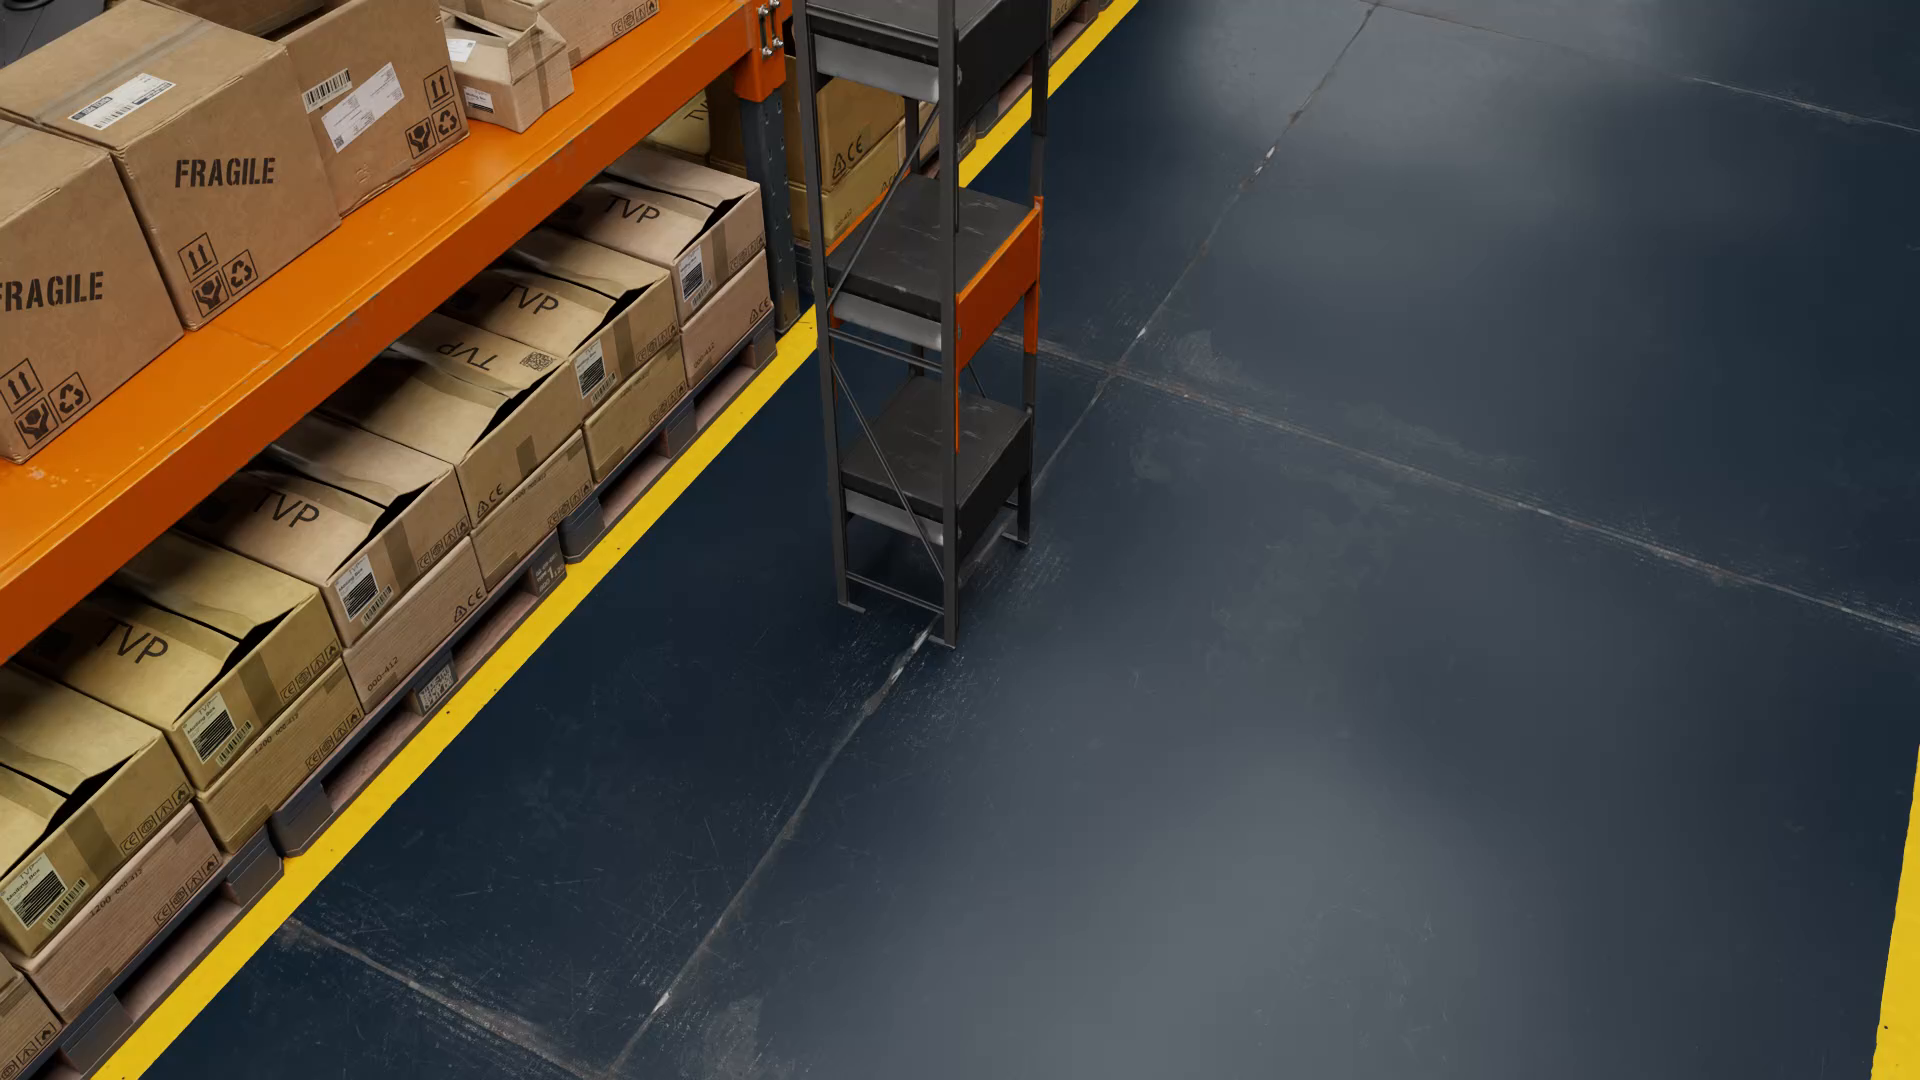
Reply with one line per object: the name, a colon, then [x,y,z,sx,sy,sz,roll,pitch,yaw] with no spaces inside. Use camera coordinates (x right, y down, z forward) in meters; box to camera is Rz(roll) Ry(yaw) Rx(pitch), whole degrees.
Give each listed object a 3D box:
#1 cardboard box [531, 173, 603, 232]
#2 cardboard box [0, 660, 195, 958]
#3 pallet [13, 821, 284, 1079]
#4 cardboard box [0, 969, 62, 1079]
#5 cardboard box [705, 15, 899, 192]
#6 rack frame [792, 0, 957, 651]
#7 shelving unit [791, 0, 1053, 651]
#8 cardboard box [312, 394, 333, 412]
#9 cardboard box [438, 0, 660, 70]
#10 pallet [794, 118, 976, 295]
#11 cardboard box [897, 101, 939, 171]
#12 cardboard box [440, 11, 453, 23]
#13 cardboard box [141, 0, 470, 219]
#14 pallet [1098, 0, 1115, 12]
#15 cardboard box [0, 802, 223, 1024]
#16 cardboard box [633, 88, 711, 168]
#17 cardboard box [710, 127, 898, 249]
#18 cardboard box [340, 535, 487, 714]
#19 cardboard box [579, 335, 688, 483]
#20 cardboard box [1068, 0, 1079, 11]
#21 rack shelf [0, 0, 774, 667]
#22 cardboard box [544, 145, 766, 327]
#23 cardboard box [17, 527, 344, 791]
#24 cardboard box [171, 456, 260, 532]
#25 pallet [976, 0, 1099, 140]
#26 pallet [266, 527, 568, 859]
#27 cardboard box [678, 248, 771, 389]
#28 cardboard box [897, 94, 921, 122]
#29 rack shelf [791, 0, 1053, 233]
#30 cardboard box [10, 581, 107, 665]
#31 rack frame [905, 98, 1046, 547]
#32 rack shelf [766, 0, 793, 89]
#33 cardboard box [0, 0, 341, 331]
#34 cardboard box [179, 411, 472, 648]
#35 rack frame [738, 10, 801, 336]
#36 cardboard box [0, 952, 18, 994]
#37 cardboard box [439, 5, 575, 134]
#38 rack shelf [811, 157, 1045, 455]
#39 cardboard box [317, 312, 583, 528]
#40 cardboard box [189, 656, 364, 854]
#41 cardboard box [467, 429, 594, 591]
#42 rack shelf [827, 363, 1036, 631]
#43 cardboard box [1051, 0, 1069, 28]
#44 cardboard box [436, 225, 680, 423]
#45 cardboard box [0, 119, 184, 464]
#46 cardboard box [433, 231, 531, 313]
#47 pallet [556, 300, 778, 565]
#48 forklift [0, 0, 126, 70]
cardboard box: [-1.462,-1.191,5.561,0.500,0.311,0.500,21,49,19]
cardboard box: [-2.167,0.585,3.807,0.500,0.311,0.500,19,48,18]
pallet: [-2.490,1.004,4.109,1.003,0.211,1.213,20,49,19]
cardboard box: [-2.403,1.115,3.677,0.500,0.250,0.500,20,49,19]
cardboard box: [-0.557,-1.624,5.857,0.500,0.500,0.500,20,49,19]
rack frame: [-0.190,-0.480,4.248,0.400,2.100,0.015,20,49,19]
shelving unit: [-0.077,-0.634,4.400,0.431,2.100,0.503,20,49,19]
cardboard box: [-1.938,-0.550,4.929,0.500,0.311,0.500,19,48,18]
cardboard box: [-1.239,-1.613,4.841,0.500,0.250,0.500,23,50,21]
pallet: [-0.643,-1.497,6.581,1.003,0.211,1.213,20,49,19]
cardboard box: [-0.329,-1.677,6.436,0.500,0.250,0.500,20,49,19]
cardboard box: [-1.642,-1.411,4.713,0.380,0.149,0.250,20,49,19]
cardboard box: [-1.665,-1.215,4.272,0.500,0.500,0.500,24,50,22]
pallet: [0.489,-3.035,8.101,1.003,0.211,1.213,20,49,19]
cardboard box: [-2.170,0.798,3.990,0.500,0.250,0.500,19,48,18]
cardboard box: [-1.028,-1.536,6.297,0.500,0.250,0.500,20,49,19]
cardboard box: [-0.566,-1.364,6.127,0.500,0.250,0.500,20,49,19]
cardboard box: [-1.696,0.146,4.635,0.500,0.250,0.500,21,49,20]
cardboard box: [-1.222,-0.497,5.270,0.500,0.250,0.500,20,49,18]
cardboard box: [0.368,-2.621,7.370,0.500,0.250,0.500,20,49,19]
rack shelf: [-1.978,-0.478,4.119,1.077,0.370,4.000,20,49,19]
cardboard box: [-0.984,-1.019,5.392,0.500,0.311,0.500,20,49,19]
cardboard box: [-1.928,0.264,4.124,0.500,0.311,0.500,19,48,18]
cardboard box: [-2.174,-0.222,4.604,0.500,0.311,0.500,22,49,20]
pallet: [-0.078,-2.269,7.344,1.003,0.211,1.213,20,49,19]
pallet: [-1.922,0.238,4.866,1.003,0.211,1.213,20,49,19]
cardboard box: [-0.985,-0.815,5.584,0.500,0.250,0.500,20,49,19]
cardboard box: [-0.332,-1.941,6.171,0.500,0.500,0.500,20,49,19]
rack shelf: [-0.077,-1.116,3.912,0.431,0.518,0.480,20,49,19]
cardboard box: [-2.409,0.093,4.292,0.500,0.311,0.500,20,49,19]
rack frame: [0.036,-0.788,4.552,0.400,2.100,0.015,20,49,19]
rack shelf: [-0.121,-2.998,6.609,1.077,0.370,4.000,20,49,19]
cardboard box: [-1.897,-0.900,3.960,0.500,0.500,0.500,21,49,19]
cardboard box: [-1.690,-0.060,4.444,0.500,0.311,0.500,20,49,19]
rack frame: [-1.049,-1.990,5.108,1.000,3.000,0.127,20,49,19]
cardboard box: [-2.403,0.918,3.477,0.500,0.311,0.500,22,49,20]
cardboard box: [-1.295,-1.329,4.549,0.396,0.266,0.258,19,48,18]
rack shelf: [-0.077,-0.624,4.410,0.431,0.518,0.480,20,49,19]
cardboard box: [-1.453,-0.375,4.756,0.500,0.311,0.500,20,49,19]
cardboard box: [-1.934,0.469,4.316,0.500,0.250,0.500,19,48,18]
cardboard box: [-1.459,-0.174,4.951,0.500,0.250,0.500,21,49,20]
rack shelf: [-0.077,-0.132,4.908,0.431,0.518,0.480,20,49,19]
cardboard box: [0.134,-2.307,7.059,0.500,0.250,0.500,20,49,19]
cardboard box: [-1.219,-0.689,5.066,0.500,0.311,0.500,22,49,20]
cardboard box: [-2.142,-0.568,3.632,0.500,0.500,0.500,18,48,17]
cardboard box: [-1.699,-0.877,5.251,0.500,0.311,0.500,20,49,19]
pallet: [-1.357,-0.533,5.629,1.003,0.211,1.213,20,49,19]
forklift: [-4.150,-1.905,5.072,3.031,2.935,1.130,-6,46,-6]
